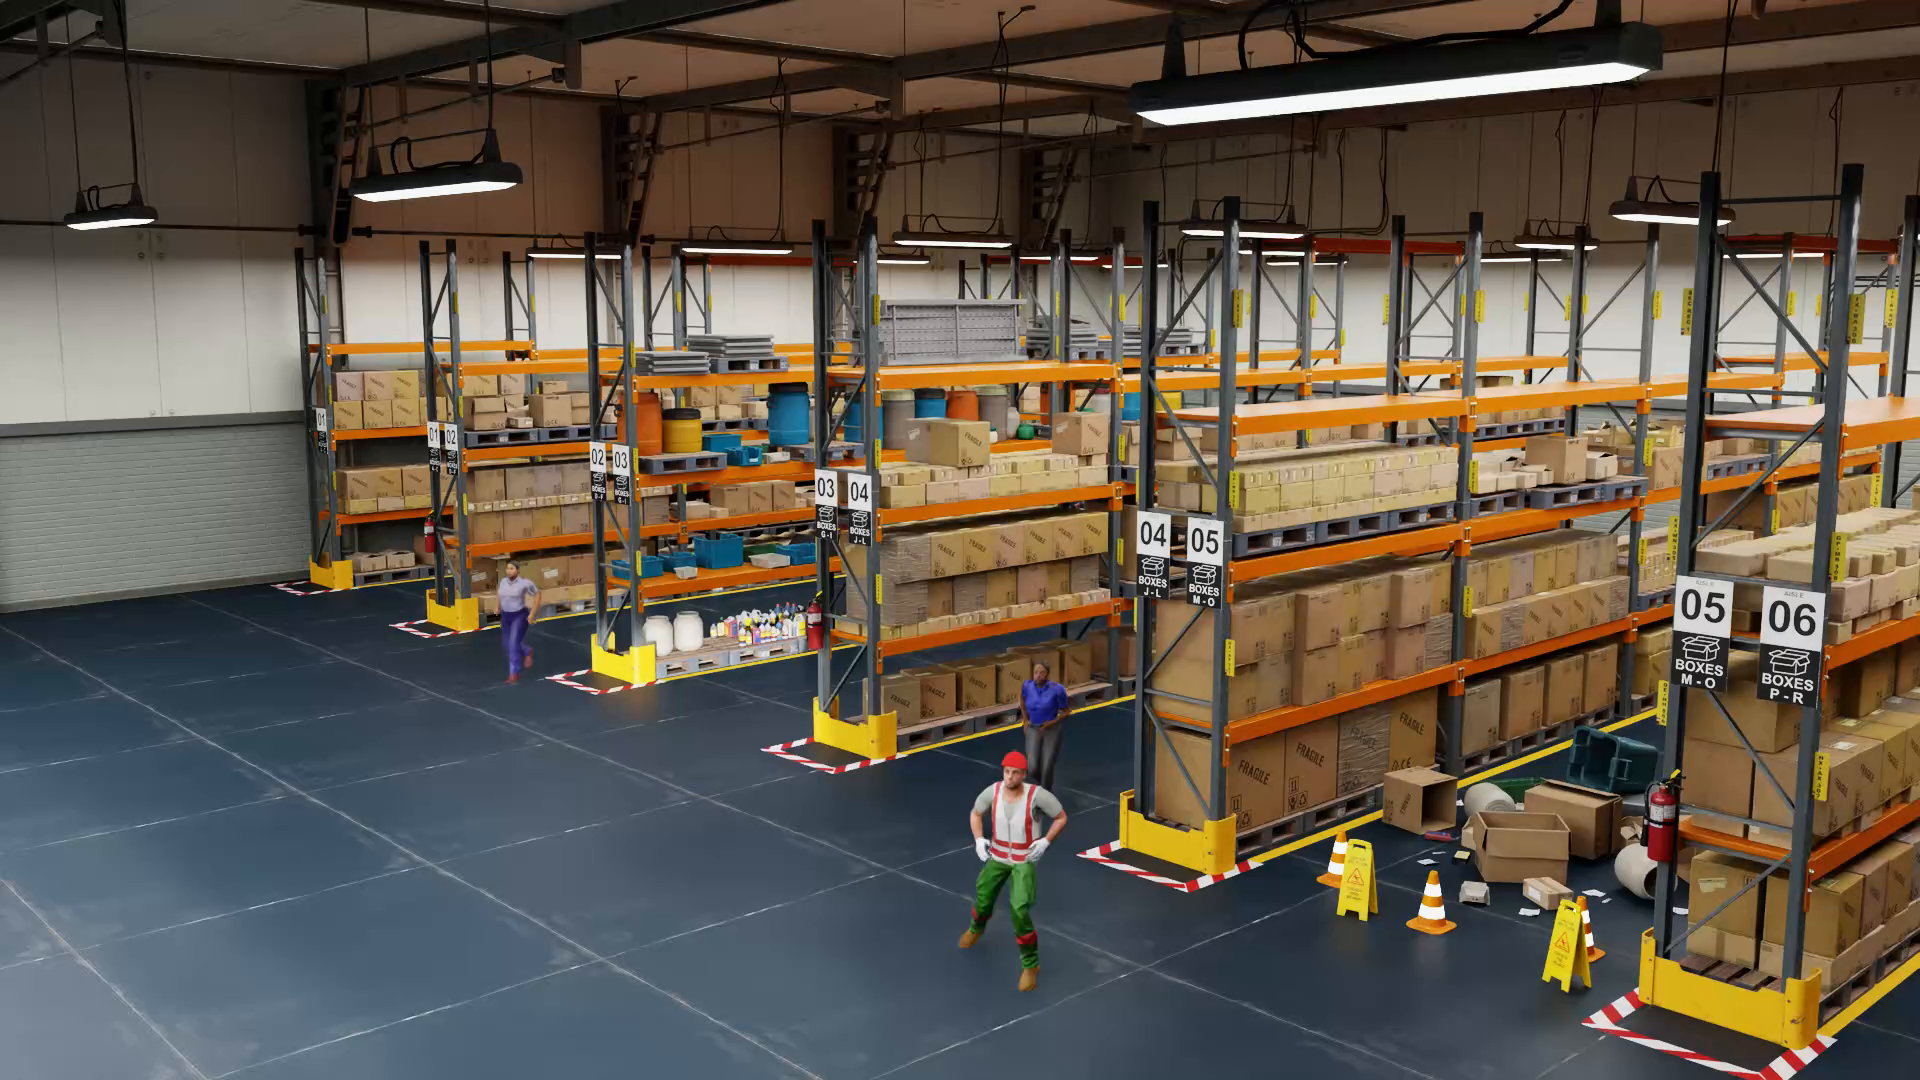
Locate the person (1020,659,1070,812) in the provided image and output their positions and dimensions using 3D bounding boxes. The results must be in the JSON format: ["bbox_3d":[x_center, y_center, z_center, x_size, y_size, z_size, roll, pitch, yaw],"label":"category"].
[{"bbox_3d":[0.826,1.965,16.606,0.549,1.580,0.598,2,9,14],"label":"person"}]

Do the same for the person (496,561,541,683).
[{"bbox_3d":[-6.011,1.090,22.573,0.644,1.629,0.722,3,9,22],"label":"person"}]

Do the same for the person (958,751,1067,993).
[{"bbox_3d":[0.361,2.458,12.739,0.898,1.775,0.766,3,9,17],"label":"person"}]
